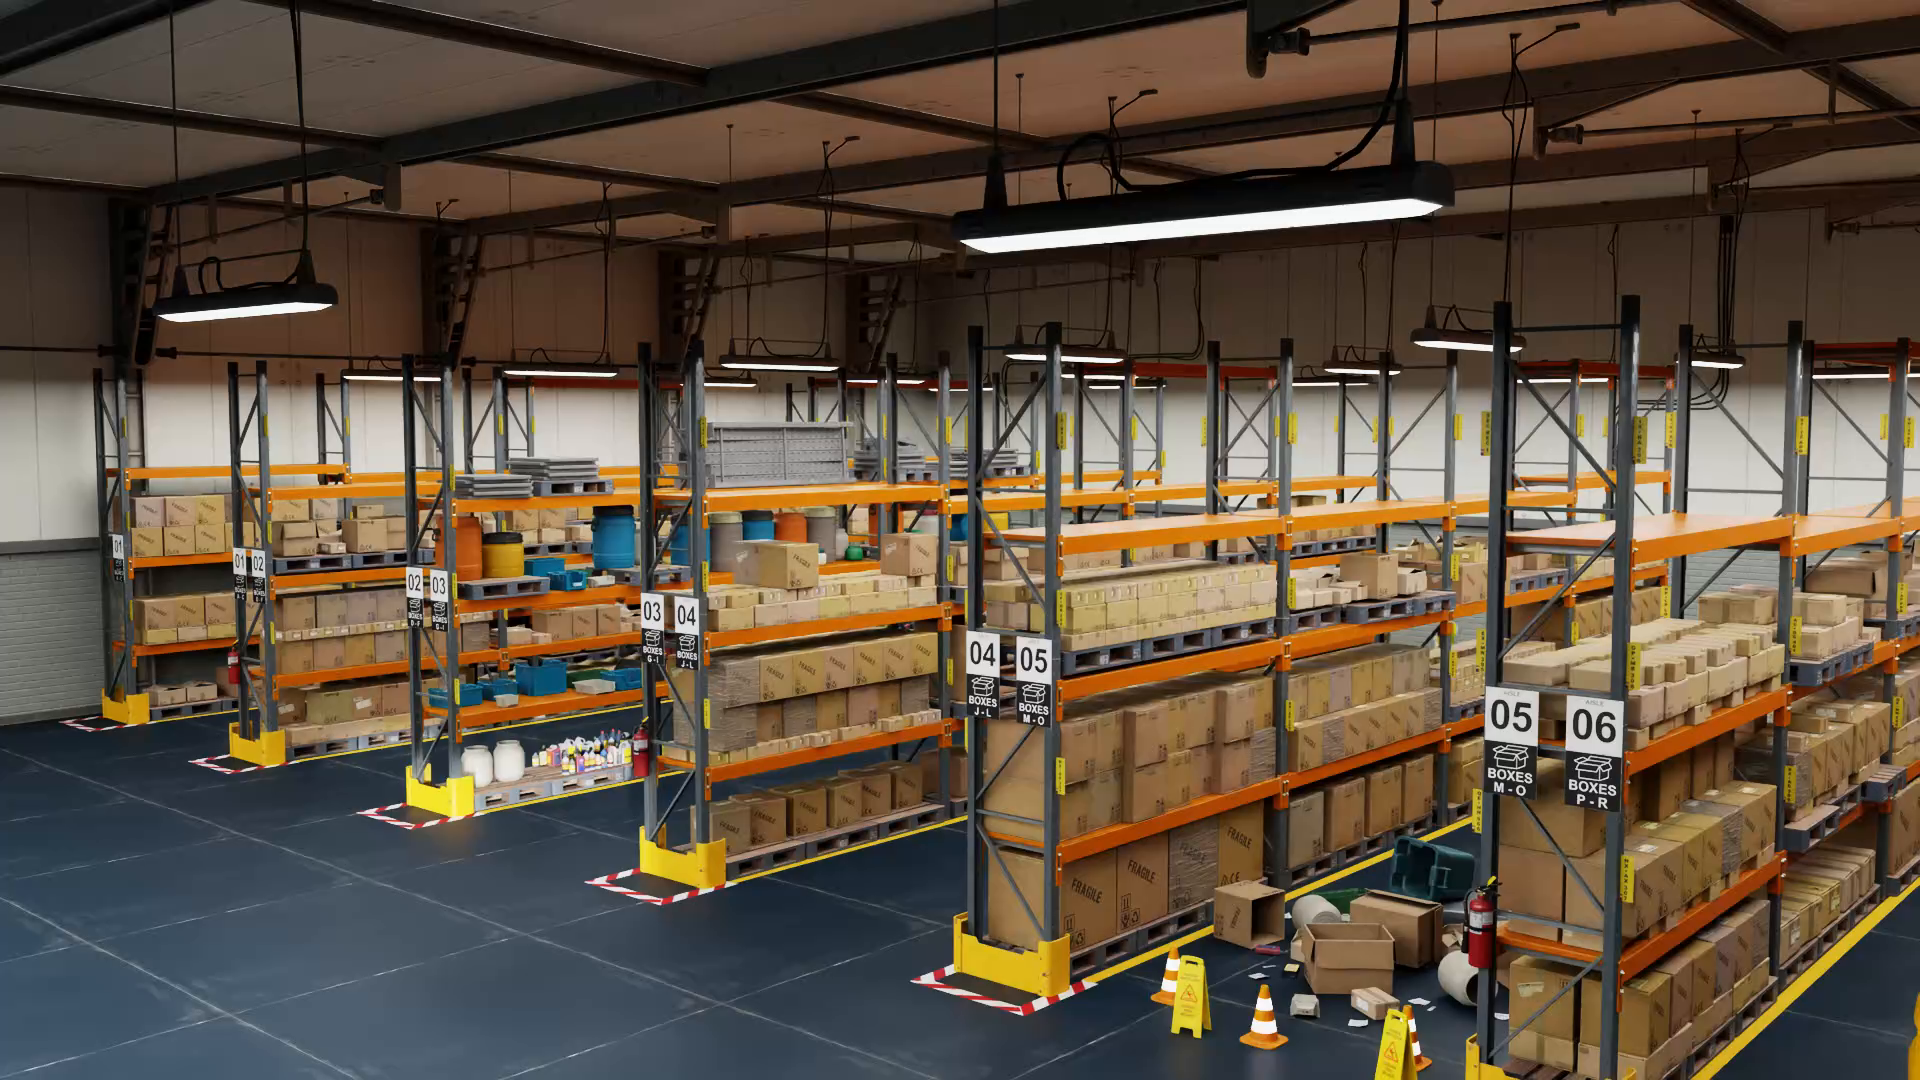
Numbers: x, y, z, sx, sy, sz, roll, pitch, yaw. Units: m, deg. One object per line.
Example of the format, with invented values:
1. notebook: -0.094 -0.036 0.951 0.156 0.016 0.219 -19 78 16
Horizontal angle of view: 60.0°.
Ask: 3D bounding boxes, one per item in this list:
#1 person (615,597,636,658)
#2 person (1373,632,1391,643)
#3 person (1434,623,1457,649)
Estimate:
1. person: -6.776 1.858 33.544 0.462 1.726 0.490 -1 4 -9
2. person: 8.663 1.848 33.926 0.815 1.632 0.466 1 4 9
3. person: 8.706 2.080 29.990 0.435 1.774 0.581 3 5 36
